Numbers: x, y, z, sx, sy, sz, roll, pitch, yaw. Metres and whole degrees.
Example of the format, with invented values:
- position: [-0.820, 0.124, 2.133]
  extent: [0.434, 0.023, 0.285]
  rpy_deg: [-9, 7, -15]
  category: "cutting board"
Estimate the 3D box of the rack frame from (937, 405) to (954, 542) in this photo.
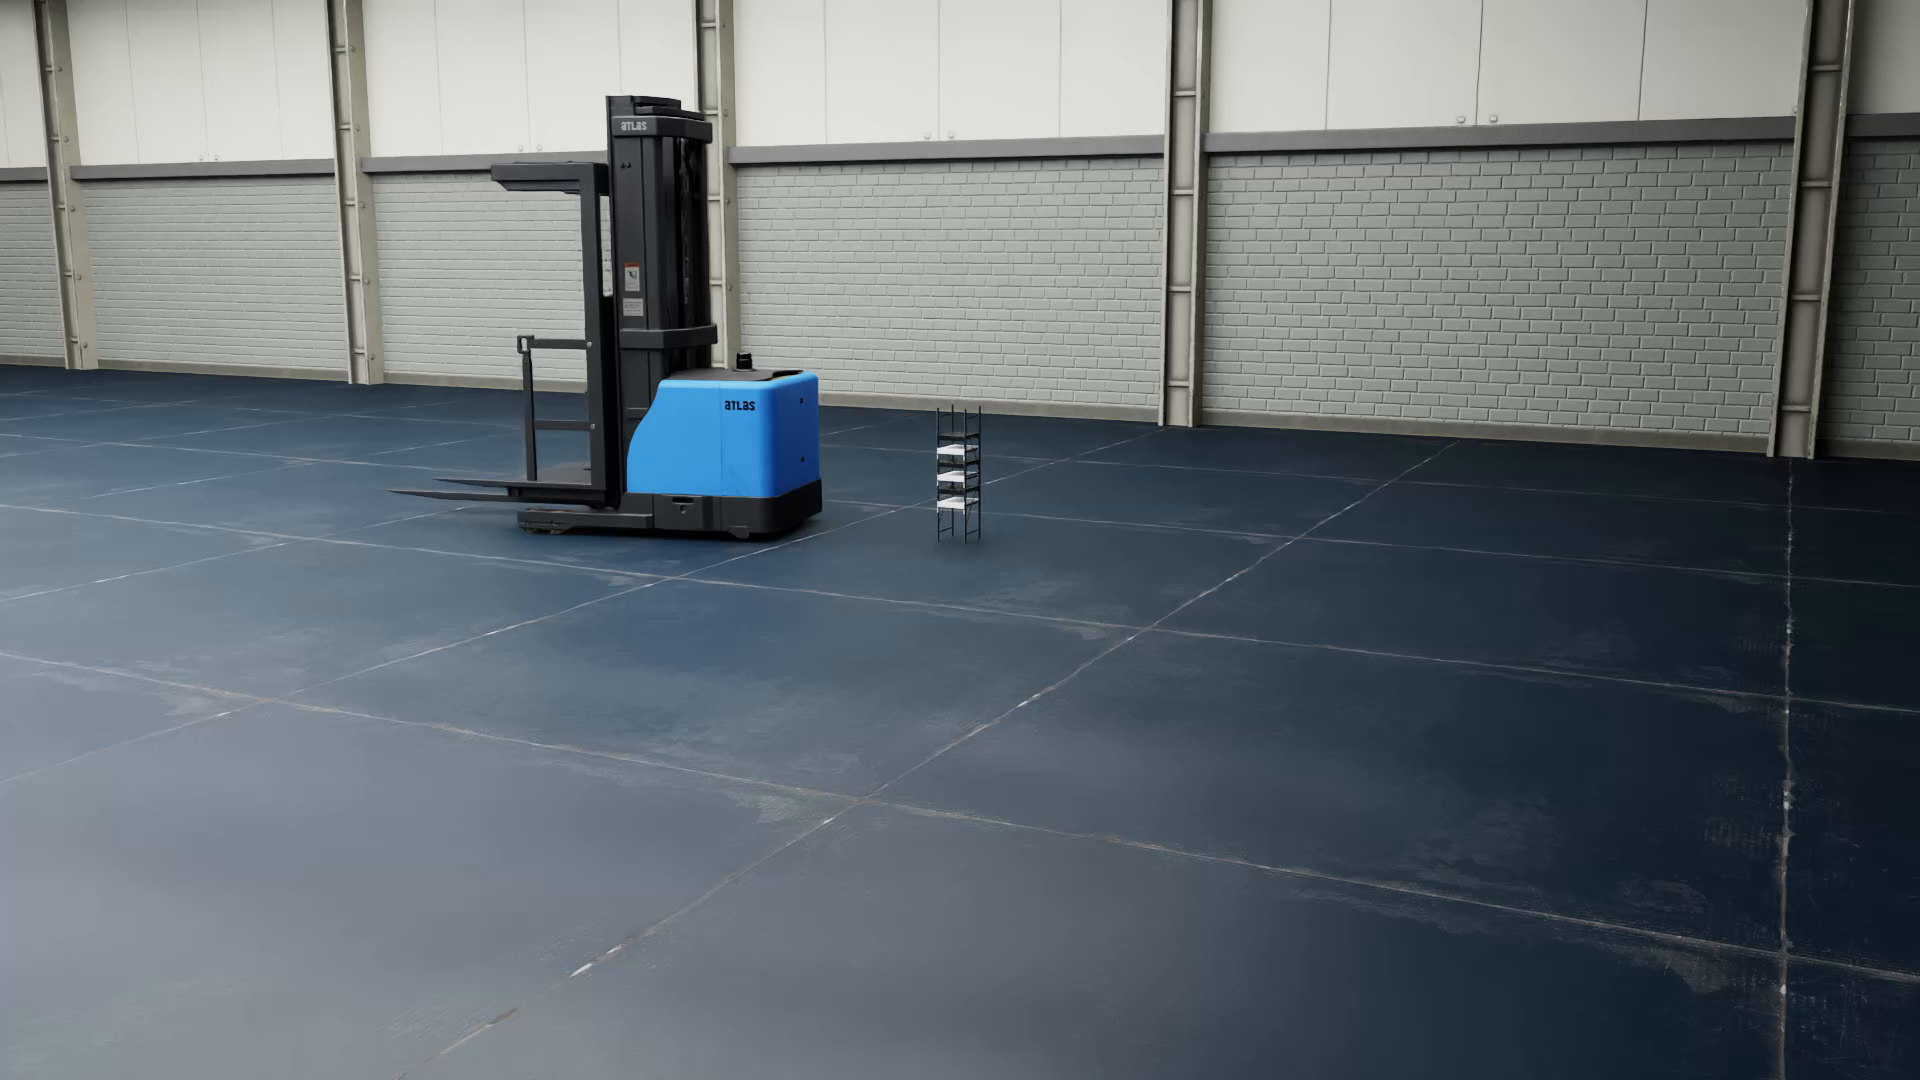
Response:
- position: [-0.098, -0.451, 11.198]
  extent: [0.006, 0.900, 0.240]
  rpy_deg: [5, 11, 26]
  category: "rack frame"

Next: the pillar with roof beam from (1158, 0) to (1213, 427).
- position: [0.503, -5.003, 13.604]
  extent: [0.400, 9.000, 9.100]
  rpy_deg: [5, 11, 26]
  category: "pillar with roof beam"

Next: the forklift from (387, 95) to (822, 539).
- position: [-2.567, -1.569, 11.669]
  extent: [3.031, 2.935, 1.130]
  rpy_deg: [3, 11, 14]
  category: "forklift"

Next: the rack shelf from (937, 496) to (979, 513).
- position: [-0.007, -0.234, 11.192]
  extent: [0.200, 0.077, 0.258]
  rpy_deg: [5, 11, 26]
  category: "rack shelf"

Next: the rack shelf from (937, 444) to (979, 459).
- position: [-0.007, -0.588, 11.127]
  extent: [0.200, 0.077, 0.258]
  rpy_deg: [5, 11, 26]
  category: "rack shelf"

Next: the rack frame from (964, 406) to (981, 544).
- position: [0.084, -0.435, 11.109]
  extent: [0.006, 0.900, 0.240]
  rpy_deg: [5, 11, 26]
  category: "rack frame"

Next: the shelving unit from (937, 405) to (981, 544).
- position: [-0.007, -0.443, 11.154]
  extent: [0.210, 0.900, 0.258]
  rpy_deg: [5, 11, 26]
  category: "shelving unit"

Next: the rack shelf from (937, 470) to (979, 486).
- position: [-0.007, -0.411, 11.160]
  extent: [0.200, 0.077, 0.258]
  rpy_deg: [5, 11, 26]
  category: "rack shelf"

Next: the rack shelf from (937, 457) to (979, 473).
- position: [-0.007, -0.499, 11.144]
  extent: [0.200, 0.077, 0.258]
  rpy_deg: [5, 11, 26]
  category: "rack shelf"

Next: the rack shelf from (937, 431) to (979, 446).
- position: [-0.007, -0.676, 11.111]
  extent: [0.200, 0.077, 0.258]
  rpy_deg: [5, 11, 26]
  category: "rack shelf"

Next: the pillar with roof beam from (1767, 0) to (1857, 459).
- position: [5.883, -4.530, 10.992]
  extent: [0.400, 9.000, 9.100]
  rpy_deg: [5, 11, 26]
  category: "pillar with roof beam"

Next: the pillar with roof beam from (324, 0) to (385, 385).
- position: [-10.259, -5.948, 18.829]
  extent: [0.400, 9.000, 9.100]
  rpy_deg: [5, 11, 26]
  category: "pillar with roof beam"

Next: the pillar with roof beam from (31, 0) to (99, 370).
- position: [-15.639, -6.421, 21.442]
  extent: [0.400, 9.000, 9.100]
  rpy_deg: [5, 11, 26]
  category: "pillar with roof beam"

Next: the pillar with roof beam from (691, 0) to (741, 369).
- position: [-4.878, -5.476, 16.217]
  extent: [0.400, 9.000, 9.100]
  rpy_deg: [5, 11, 26]
  category: "pillar with roof beam"

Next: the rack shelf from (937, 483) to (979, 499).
- position: [-0.007, -0.322, 11.176]
  extent: [0.200, 0.077, 0.258]
  rpy_deg: [5, 11, 26]
  category: "rack shelf"
